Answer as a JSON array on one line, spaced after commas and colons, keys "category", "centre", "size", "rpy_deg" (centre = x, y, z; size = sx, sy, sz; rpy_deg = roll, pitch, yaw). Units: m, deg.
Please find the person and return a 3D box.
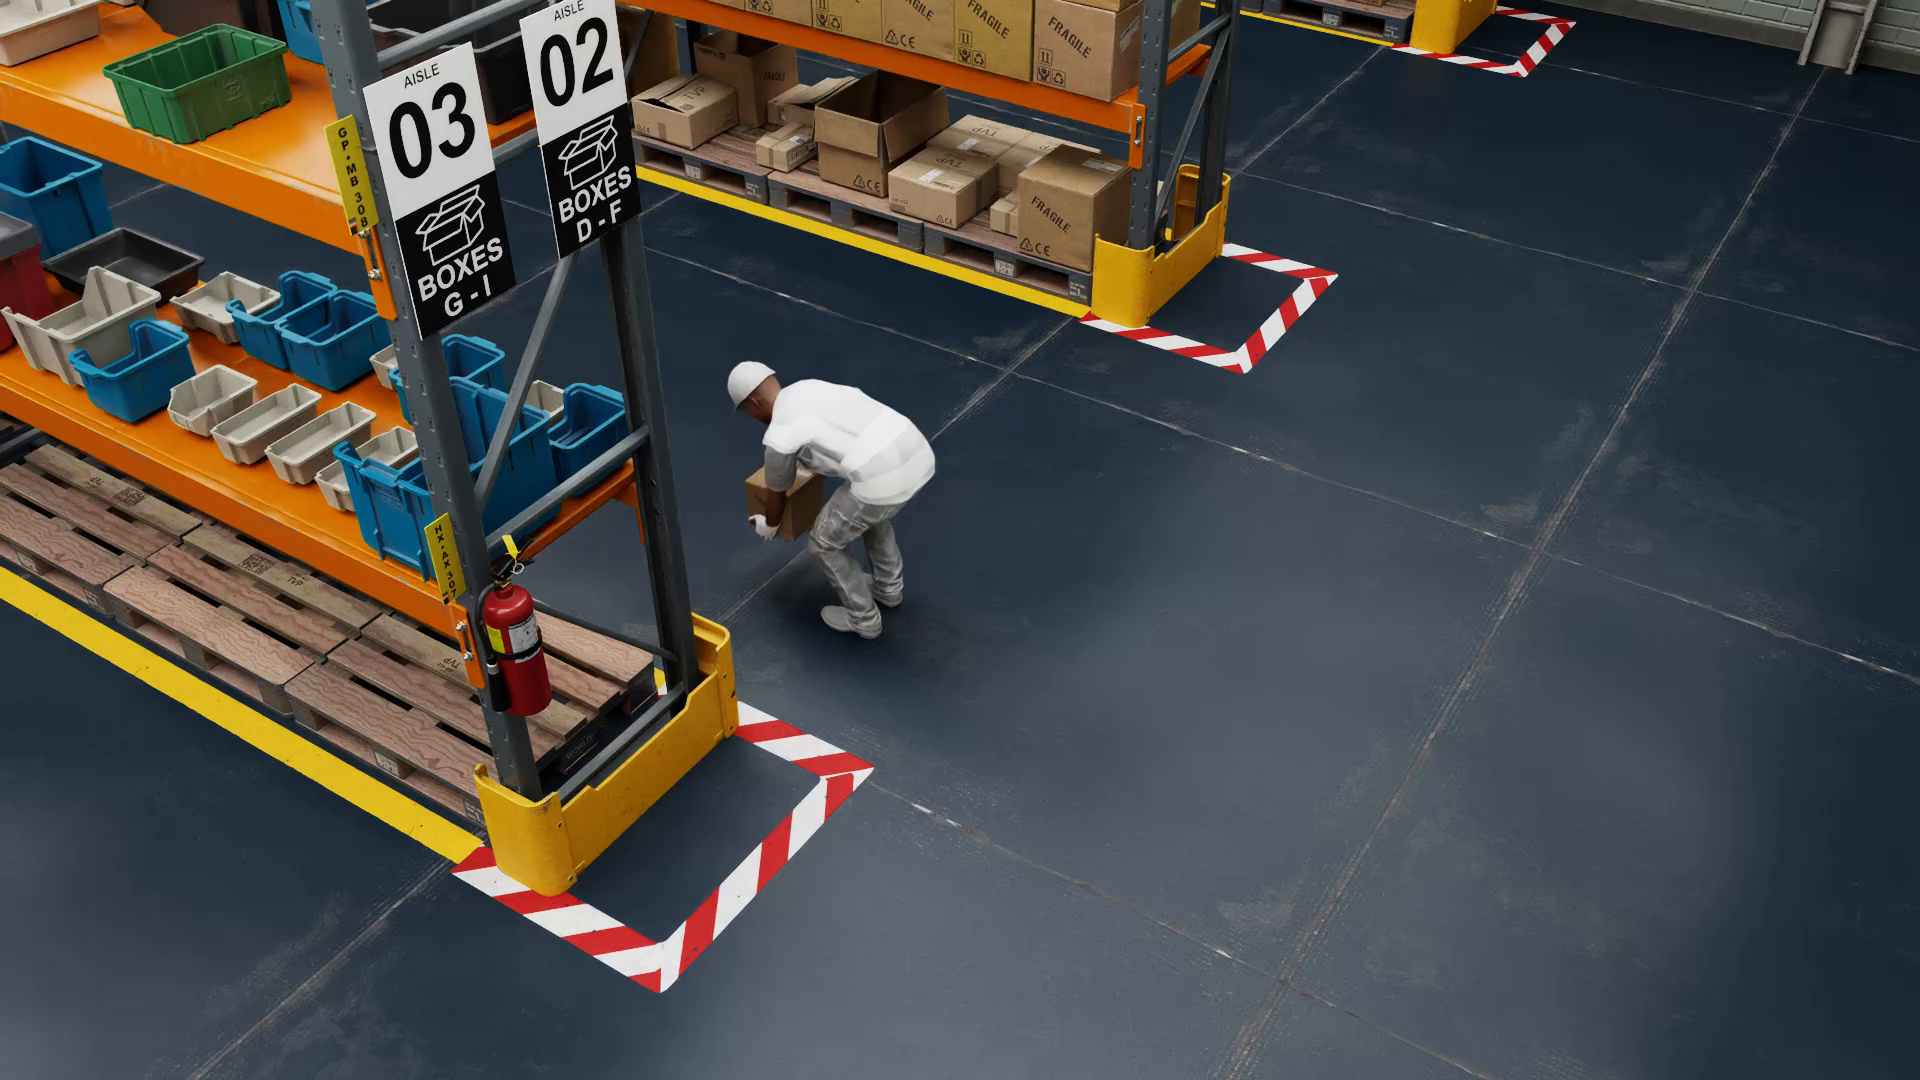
[{"category": "person", "centre": [-0.582, -0.185, 7.398], "size": [0.967, 1.167, 0.516], "rpy_deg": [19, 42, 23]}]
